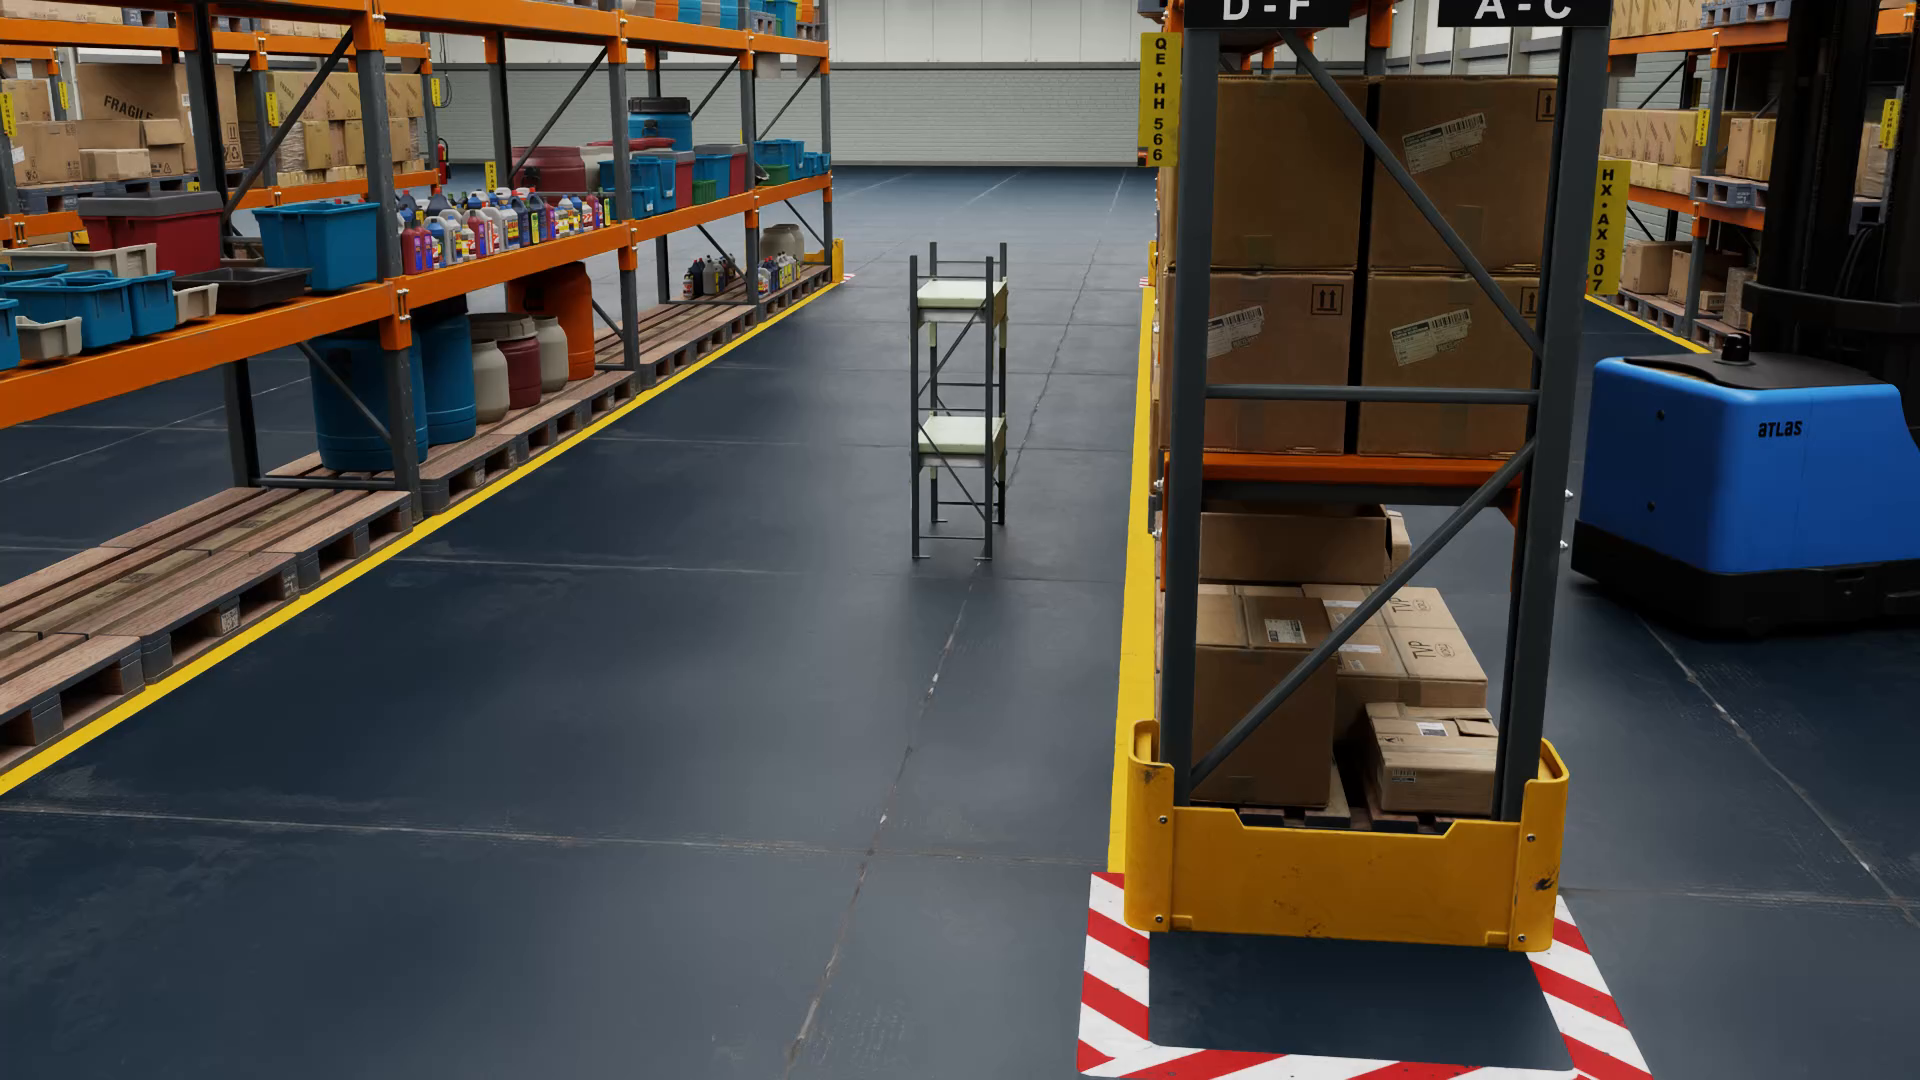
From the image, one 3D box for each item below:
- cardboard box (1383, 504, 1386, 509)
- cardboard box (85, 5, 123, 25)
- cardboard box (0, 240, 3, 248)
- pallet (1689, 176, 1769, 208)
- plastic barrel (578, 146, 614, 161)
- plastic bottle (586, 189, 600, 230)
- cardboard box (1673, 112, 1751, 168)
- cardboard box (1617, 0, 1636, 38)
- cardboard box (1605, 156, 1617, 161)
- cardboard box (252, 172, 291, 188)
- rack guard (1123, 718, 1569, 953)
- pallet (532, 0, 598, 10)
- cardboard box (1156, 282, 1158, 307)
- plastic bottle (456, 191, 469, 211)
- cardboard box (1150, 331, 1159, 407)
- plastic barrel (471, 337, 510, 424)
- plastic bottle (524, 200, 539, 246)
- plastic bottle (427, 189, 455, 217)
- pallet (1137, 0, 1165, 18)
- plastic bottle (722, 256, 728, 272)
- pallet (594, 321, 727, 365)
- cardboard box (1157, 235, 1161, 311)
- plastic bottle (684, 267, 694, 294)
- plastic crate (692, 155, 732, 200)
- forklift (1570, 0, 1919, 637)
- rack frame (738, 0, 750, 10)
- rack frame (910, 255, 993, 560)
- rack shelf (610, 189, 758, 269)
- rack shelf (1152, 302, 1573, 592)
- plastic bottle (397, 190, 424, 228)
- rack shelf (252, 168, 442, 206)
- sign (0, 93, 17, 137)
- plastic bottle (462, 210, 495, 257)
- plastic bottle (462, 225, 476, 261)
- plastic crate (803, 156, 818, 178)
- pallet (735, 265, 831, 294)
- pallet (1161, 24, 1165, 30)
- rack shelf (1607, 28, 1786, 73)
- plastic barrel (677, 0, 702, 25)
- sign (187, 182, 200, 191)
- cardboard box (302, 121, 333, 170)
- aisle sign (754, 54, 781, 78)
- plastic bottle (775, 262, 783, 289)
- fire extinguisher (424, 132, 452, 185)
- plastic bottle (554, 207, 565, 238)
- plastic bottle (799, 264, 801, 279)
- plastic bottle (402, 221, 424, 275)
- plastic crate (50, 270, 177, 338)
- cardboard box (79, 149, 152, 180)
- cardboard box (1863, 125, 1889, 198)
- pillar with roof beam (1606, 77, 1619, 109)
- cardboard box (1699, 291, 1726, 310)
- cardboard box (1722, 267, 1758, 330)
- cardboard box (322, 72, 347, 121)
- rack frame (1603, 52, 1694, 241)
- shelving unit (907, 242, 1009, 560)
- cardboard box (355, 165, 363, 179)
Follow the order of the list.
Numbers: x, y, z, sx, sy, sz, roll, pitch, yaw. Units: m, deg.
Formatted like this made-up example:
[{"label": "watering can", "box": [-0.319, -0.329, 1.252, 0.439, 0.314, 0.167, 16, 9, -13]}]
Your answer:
[{"label": "cardboard box", "box": [1.717, -0.255, 7.803, 0.500, 0.500, 0.500, 2, 15, 6]}, {"label": "cardboard box", "box": [-7.479, -4.492, 14.068, 0.500, 0.250, 0.500, 2, 15, 7]}, {"label": "cardboard box", "box": [-12.014, -3.753, 20.062, 0.875, 0.875, 0.875, 1, 15, 5]}, {"label": "pallet", "box": [7.094, -3.048, 14.557, 1.003, 0.211, 1.213, 2, 15, 6]}, {"label": "plastic barrel", "box": [-3.019, -3.026, 13.891, 0.421, 0.512, 0.421, 0, 15, 0]}, {"label": "plastic bottle", "box": [-2.618, -2.356, 11.851, 0.061, 0.283, 0.133, 2, 15, 6]}, {"label": "cardboard box", "box": [7.071, -3.766, 15.655, 0.500, 0.500, 0.500, 2, 15, 6]}, {"label": "cardboard box", "box": [7.394, -5.661, 17.873, 0.500, 0.500, 0.500, 3, 15, 10]}, {"label": "cardboard box", "box": [7.361, -4.057, 18.169, 0.500, 0.250, 0.500, 1, 15, 5]}, {"label": "cardboard box", "box": [-7.117, -3.698, 17.074, 0.380, 0.149, 0.250, 2, 15, 6]}, {"label": "rack guard", "box": [1.057, 0.819, 4.674, 1.175, 0.500, 0.348, 2, 15, 6]}, {"label": "pallet", "box": [-3.154, -3.751, 11.401, 1.003, 0.211, 1.213, 2, 15, 6]}, {"label": "cardboard box", "box": [1.936, -2.127, 14.172, 0.500, 0.311, 0.500, 2, 15, 8]}, {"label": "plastic bottle", "box": [-3.453, -2.277, 11.559, 0.061, 0.283, 0.133, 2, 15, 6]}, {"label": "cardboard box", "box": [1.501, -1.073, 10.828, 0.500, 0.500, 0.500, 1, 15, 6]}, {"label": "plastic barrel", "box": [-3.111, -1.022, 10.656, 0.421, 0.512, 0.421, 0, 15, 0]}, {"label": "plastic bottle", "box": [-2.757, -2.037, 10.671, 0.061, 0.283, 0.133, 2, 15, 6]}, {"label": "plastic bottle", "box": [-3.352, -2.092, 10.747, 0.144, 0.351, 0.185, 2, 15, 6]}, {"label": "pallet", "box": [1.939, -3.978, 12.242, 1.213, 0.211, 1.003, 2, 15, 9]}, {"label": "plastic bottle", "box": [-2.620, -3.010, 18.429, 0.097, 0.271, 0.097, 0, 15, 0]}, {"label": "pallet", "box": [-2.704, -1.759, 14.761, 1.003, 0.211, 1.213, 2, 15, 6]}, {"label": "cardboard box", "box": [1.172, -1.329, 7.639, 0.500, 0.500, 0.500, 2, 15, 8]}, {"label": "plastic bottle", "box": [-2.792, -2.662, 17.122, 0.061, 0.283, 0.133, 2, 15, 9]}, {"label": "plastic crate", "box": [-2.334, -3.324, 15.238, 0.392, 0.384, 0.575, 2, 15, 6]}, {"label": "forklift", "box": [4.473, -1.198, 7.479, 3.031, 2.935, 1.130, -4, 16, -15]}, {"label": "rack frame", "box": [-2.519, -6.523, 15.545, 1.000, 3.000, 0.127, 2, 15, 6]}, {"label": "rack frame", "box": [-0.041, -0.631, 8.122, 0.400, 1.500, 0.023, 2, 15, 6]}, {"label": "rack shelf", "box": [-2.744, -2.761, 14.504, 1.077, 0.370, 4.000, 2, 15, 6]}, {"label": "rack shelf", "box": [1.274, -0.539, 6.287, 1.077, 0.370, 4.000, 2, 15, 6]}, {"label": "plastic bottle", "box": [-3.519, -2.062, 10.635, 0.144, 0.351, 0.185, 2, 15, 6]}, {"label": "rack shelf", "box": [-7.214, -3.944, 18.880, 1.077, 0.370, 4.000, 2, 15, 6]}, {"label": "sign", "box": [-7.340, -3.279, 12.822, 0.100, 0.325, 0.005, 2, 15, 6]}, {"label": "plastic bottle", "box": [-2.886, -1.841, 9.961, 0.152, 0.276, 0.135, 2, 15, 6]}, {"label": "plastic bottle", "box": [-2.887, -1.739, 9.729, 0.097, 0.201, 0.097, 0, 15, 0]}, {"label": "plastic crate", "box": [-1.906, -4.286, 19.049, 0.499, 0.251, 0.408, 2, 15, 6]}, {"label": "pallet", "box": [-2.126, -3.086, 19.672, 1.003, 0.211, 1.213, 2, 15, 6]}, {"label": "pallet", "box": [2.473, -5.107, 16.226, 1.003, 0.211, 1.213, 2, 15, 6]}, {"label": "rack shelf", "box": [7.551, -4.954, 16.869, 1.077, 0.370, 4.000, 2, 15, 6]}, {"label": "plastic barrel", "box": [-2.508, -4.839, 14.105, 0.600, 0.901, 0.708, 2, 15, 6]}, {"label": "sign", "box": [-3.968, -1.702, 8.680, 0.100, 0.325, 0.005, 2, 15, 6]}, {"label": "cardboard box", "box": [-7.236, -4.208, 17.716, 0.875, 0.500, 0.500, 2, 15, 6]}, {"label": "aisle sign", "box": [-2.350, -5.946, 19.926, 0.394, 0.787, 0.004, 2, 15, 6]}, {"label": "plastic bottle", "box": [-1.934, -2.816, 17.689, 0.061, 0.283, 0.133, 2, 15, 9]}, {"label": "fire extinguisher", "box": [-6.518, -4.789, 20.774, 0.296, 0.674, 0.183, 2, 15, 6]}, {"label": "plastic bottle", "box": [-2.715, -2.135, 11.192, 0.097, 0.201, 0.097, 0, 15, 0]}, {"label": "plastic bottle", "box": [-1.839, -3.036, 18.663, 0.097, 0.201, 0.097, 0, 15, 0]}, {"label": "plastic bottle", "box": [-2.956, -1.578, 8.975, 0.061, 0.283, 0.133, 2, 15, 6]}, {"label": "plastic crate", "box": [-3.335, -0.936, 6.584, 0.416, 0.233, 0.300, 2, 15, 6]}, {"label": "cardboard box", "box": [-7.474, -3.293, 14.578, 0.500, 0.250, 0.500, 1, 15, 5]}, {"label": "cardboard box", "box": [6.917, -2.680, 11.794, 0.700, 0.500, 0.500, 0, 15, 0]}, {"label": "pillar with roof beam", "box": [4.956, -8.744, 23.761, 9.100, 9.000, 0.400, 2, 15, 6]}, {"label": "cardboard box", "box": [7.356, -2.319, 16.078, 0.380, 0.166, 0.250, 0, 15, -1]}, {"label": "cardboard box", "box": [7.258, -2.149, 14.810, 0.700, 0.500, 0.500, 2, 15, 8]}, {"label": "cardboard box", "box": [-7.025, -4.816, 18.048, 0.500, 0.500, 0.500, 2, 15, 6]}, {"label": "rack frame", "box": [7.776, -4.372, 19.085, 1.000, 3.000, 0.127, 2, 15, 6]}, {"label": "shelving unit", "box": [0.001, -0.726, 8.473, 0.431, 1.500, 0.755, 2, 15, 6]}, {"label": "cardboard box", "box": [-6.978, -4.154, 18.759, 0.380, 0.149, 0.250, 2, 15, 6]}]
